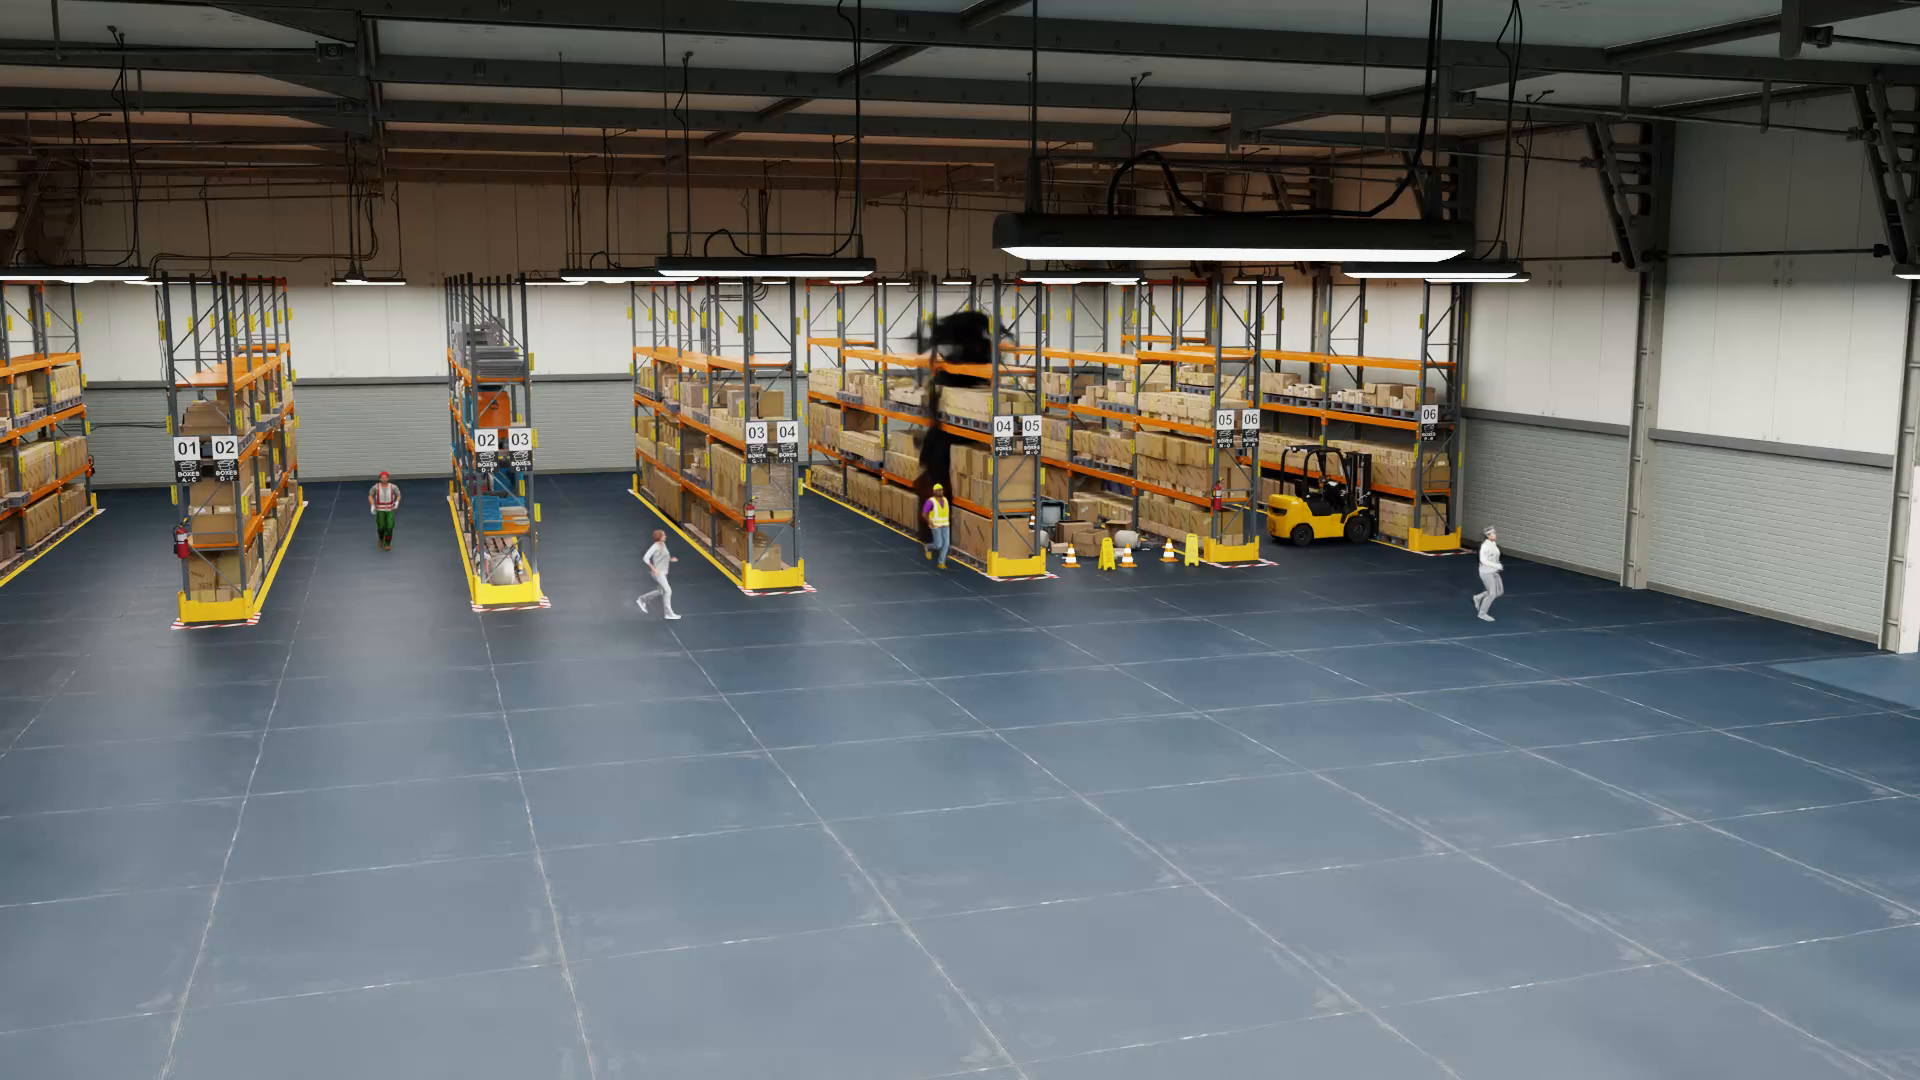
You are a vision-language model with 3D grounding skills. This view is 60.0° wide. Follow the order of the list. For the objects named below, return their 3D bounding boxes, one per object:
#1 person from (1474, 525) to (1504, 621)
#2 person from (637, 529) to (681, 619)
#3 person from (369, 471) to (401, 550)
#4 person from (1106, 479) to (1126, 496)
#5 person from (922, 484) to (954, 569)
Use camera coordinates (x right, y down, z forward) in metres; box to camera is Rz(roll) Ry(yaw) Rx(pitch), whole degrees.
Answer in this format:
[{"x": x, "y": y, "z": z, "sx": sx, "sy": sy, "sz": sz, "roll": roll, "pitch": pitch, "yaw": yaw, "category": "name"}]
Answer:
[{"x": 9.203, "y": 0.565, "z": 28.886, "sx": 0.557, "sy": 1.665, "sz": 0.658, "roll": 6, "pitch": 10, "yaw": 35, "category": "person"}, {"x": -5.265, "y": 0.591, "z": 28.884, "sx": 0.793, "sy": 1.574, "sz": 0.538, "roll": 1, "pitch": 9, "yaw": 8, "category": "person"}, {"x": -12.597, "y": -0.642, "z": 36.513, "sx": 0.668, "sy": 1.749, "sz": 0.583, "roll": -4, "pitch": 9, "yaw": -24, "category": "person"}, {"x": 4.211, "y": -1.933, "z": 45.483, "sx": 0.609, "sy": 1.692, "sz": 0.876, "roll": -2, "pitch": 9, "yaw": -15, "category": "person"}, {"x": -0.433, "y": -0.289, "z": 33.914, "sx": 0.699, "sy": 1.722, "sz": 0.701, "roll": -5, "pitch": 10, "yaw": -31, "category": "person"}]
